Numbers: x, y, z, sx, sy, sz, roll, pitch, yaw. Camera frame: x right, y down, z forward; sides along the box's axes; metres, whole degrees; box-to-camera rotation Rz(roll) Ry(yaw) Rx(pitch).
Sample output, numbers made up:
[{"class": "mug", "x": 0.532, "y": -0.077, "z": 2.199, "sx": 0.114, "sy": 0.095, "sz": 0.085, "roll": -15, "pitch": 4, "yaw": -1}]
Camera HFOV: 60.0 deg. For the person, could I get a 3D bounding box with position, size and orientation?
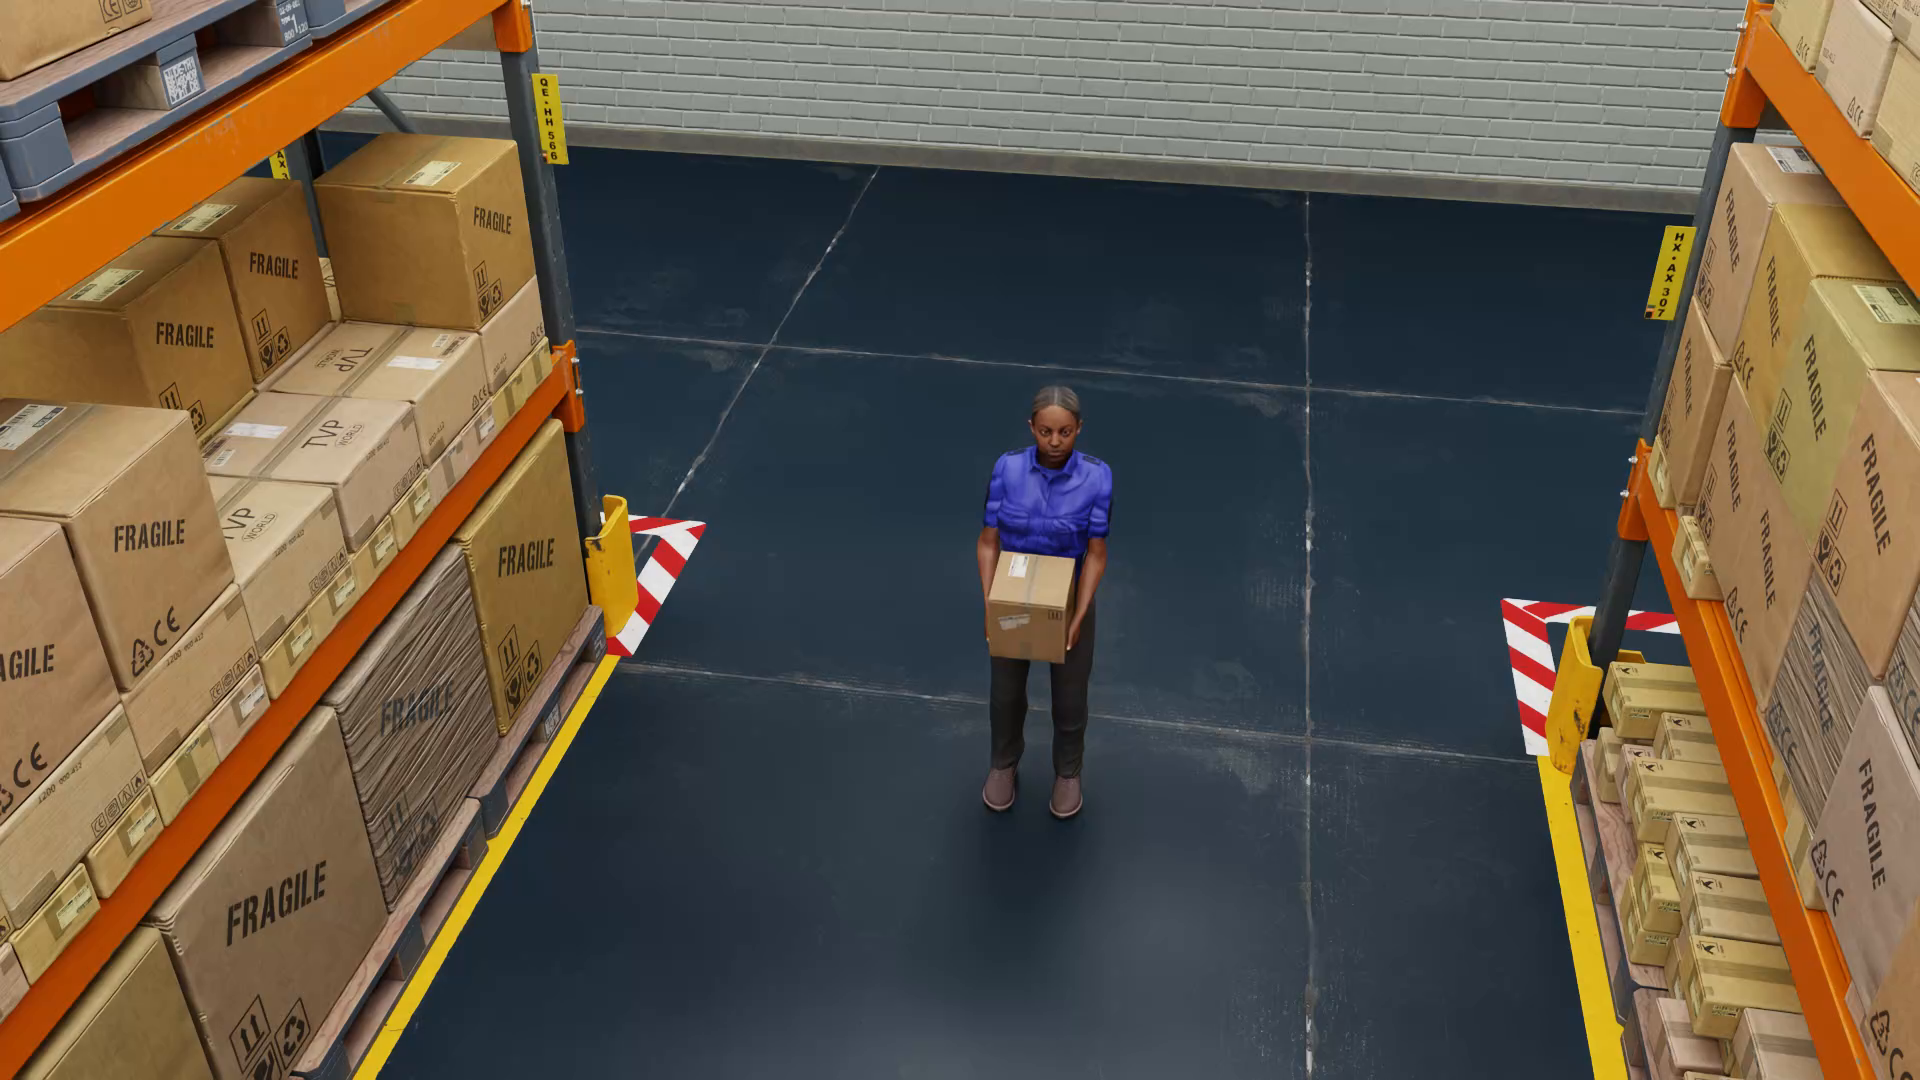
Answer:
[{"class": "person", "x": 0.271, "y": 0.272, "z": 5.727, "sx": 0.451, "sy": 1.651, "sz": 0.510, "roll": 6, "pitch": 33, "yaw": 9}]
